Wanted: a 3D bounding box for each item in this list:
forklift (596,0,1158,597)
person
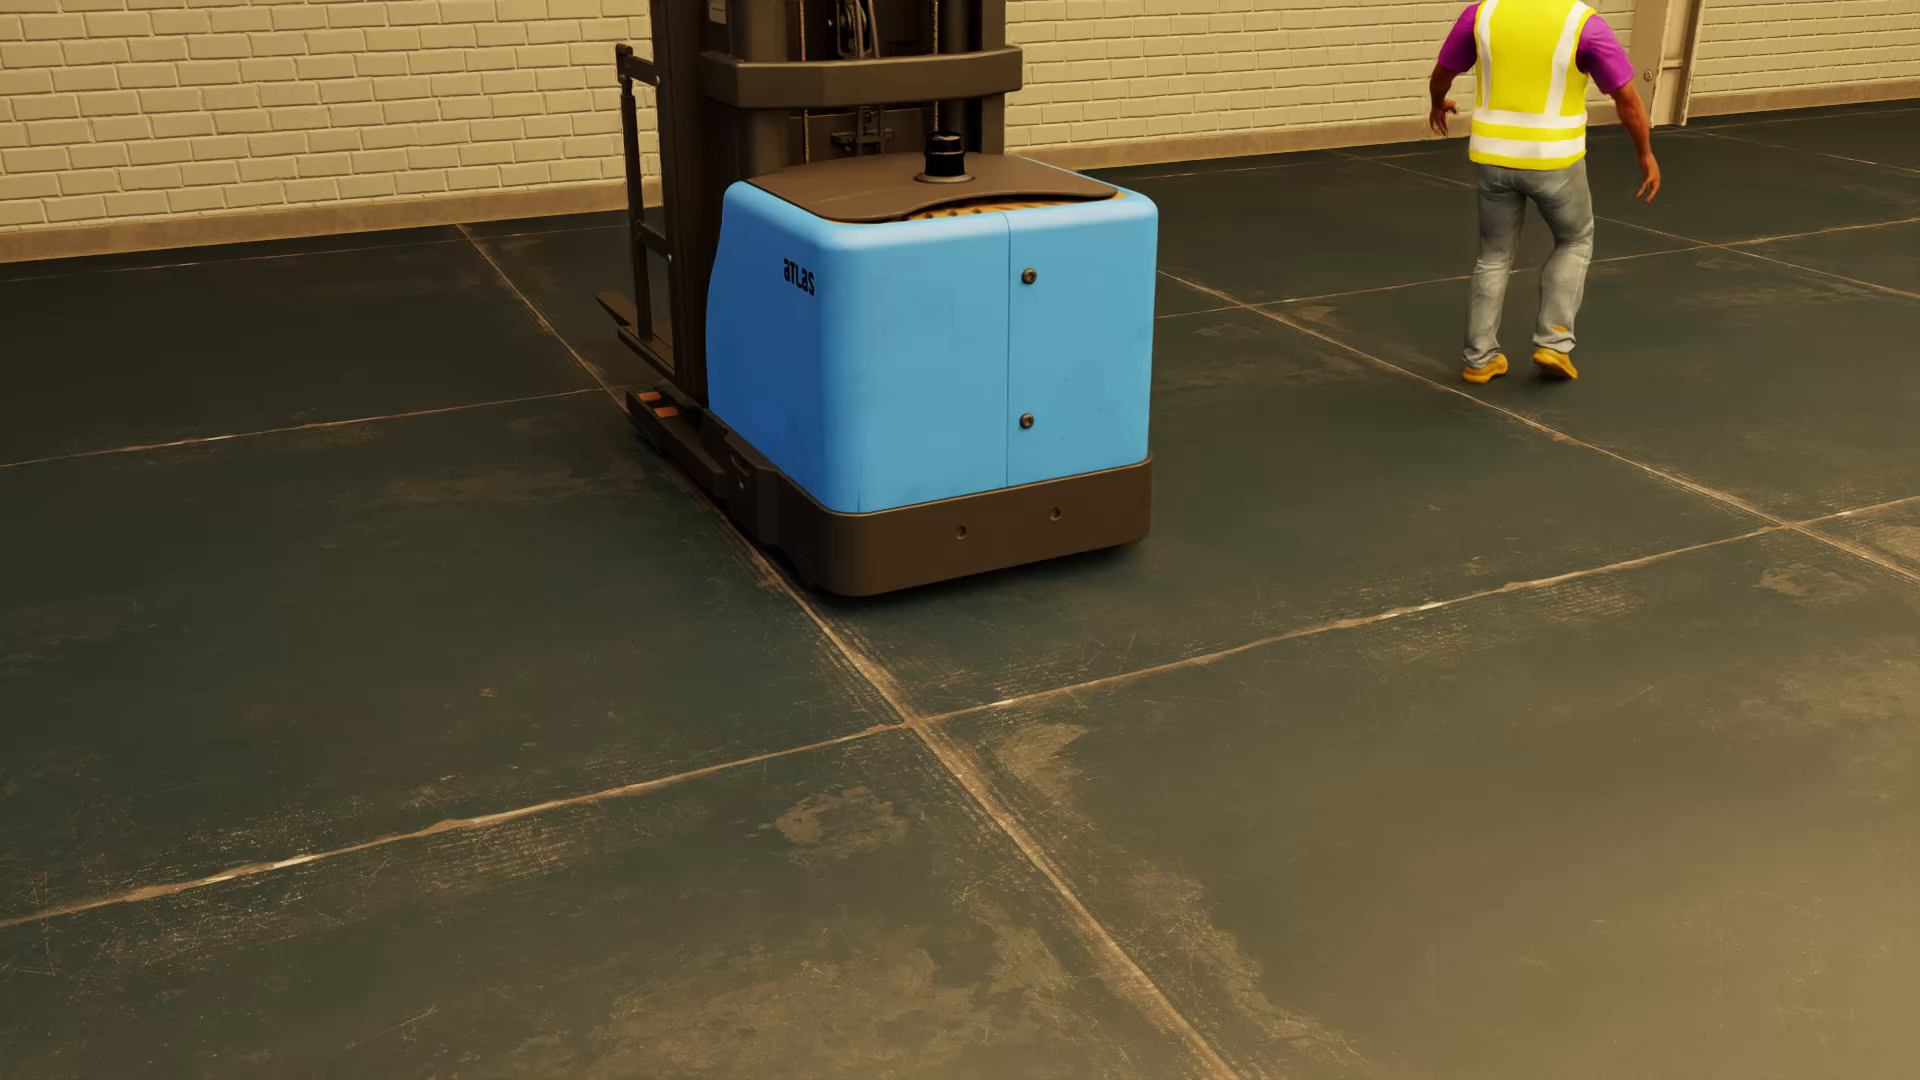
[{"bbox_3d":[-0.549,-1.726,5.441,1.130,2.935,3.031,-11,25,-25],"label":"forklift"},{"bbox_3d":[2.186,-1.453,6.387,0.966,1.785,0.497,18,29,37],"label":"person"}]
